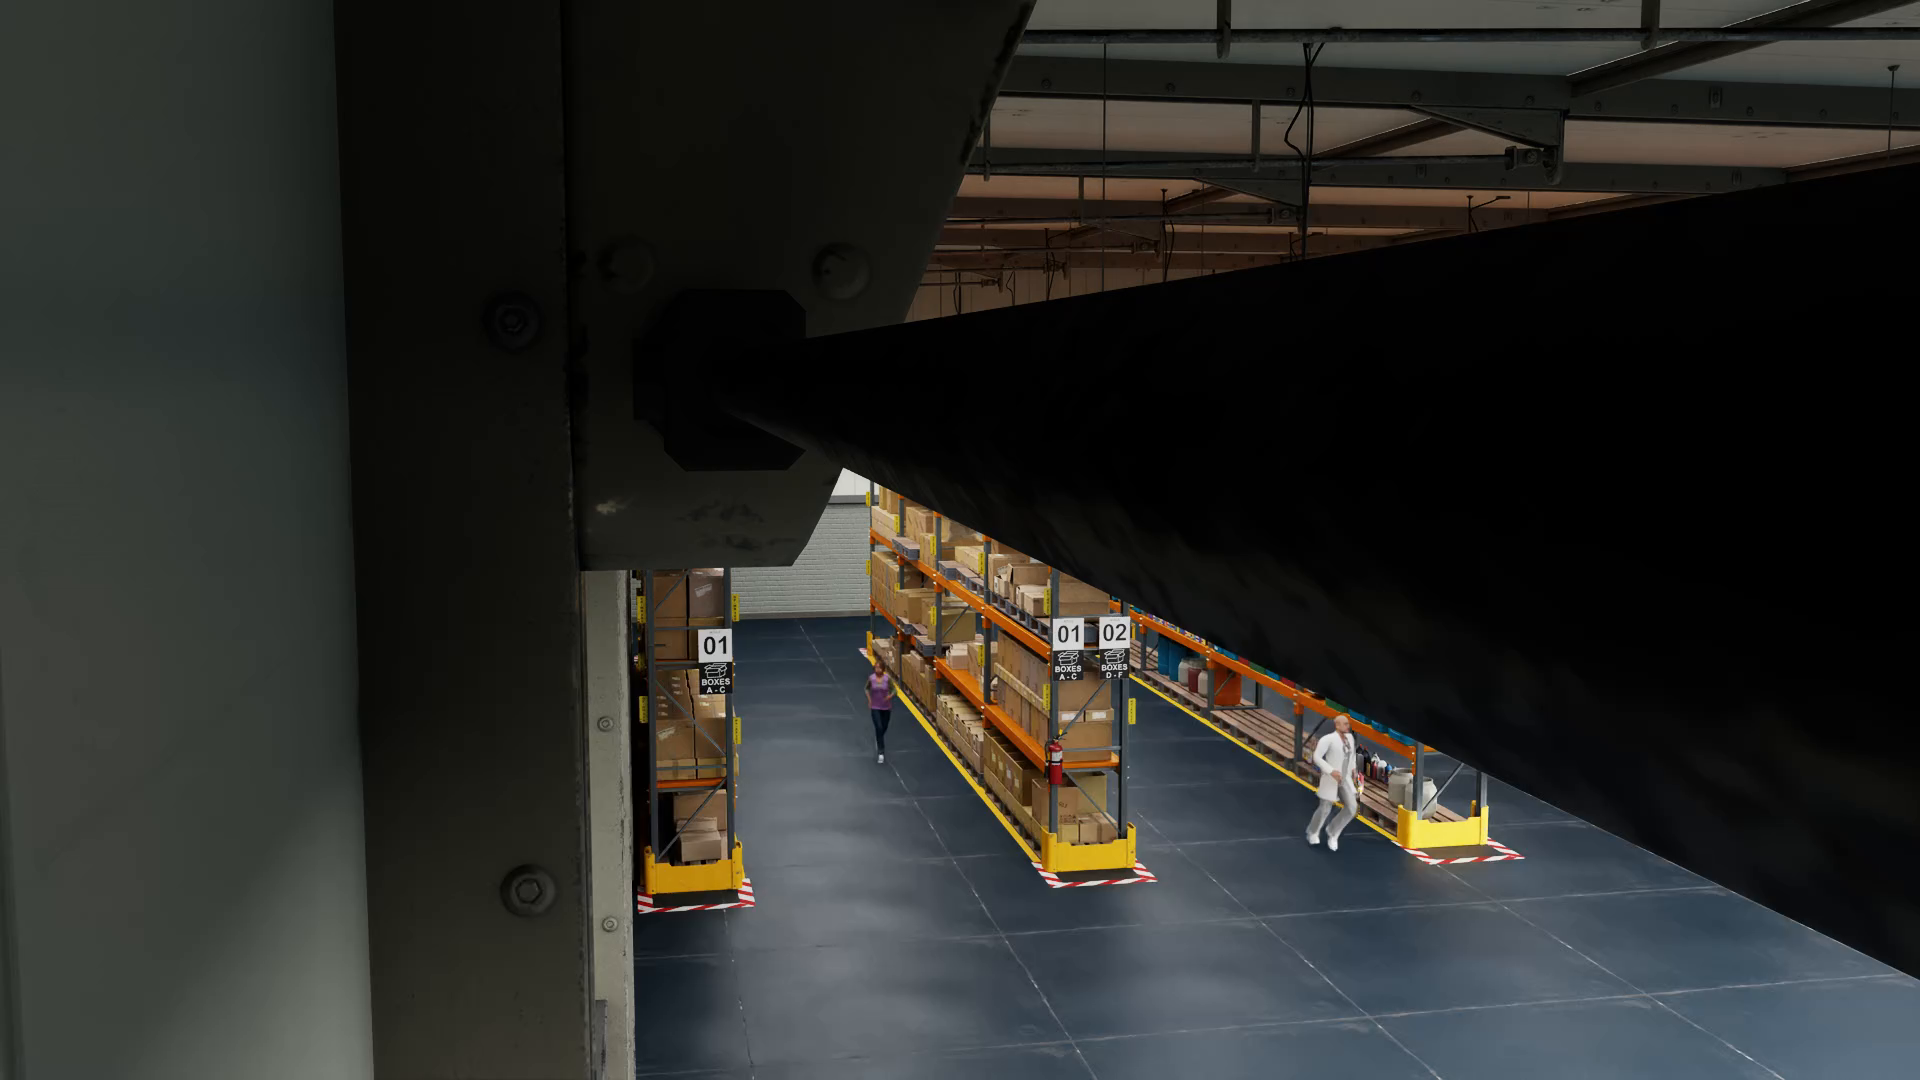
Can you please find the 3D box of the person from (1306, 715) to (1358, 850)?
[{"bbox_3d":[4.981,3.192,21.937,0.775,1.775,0.674,-3,7,-24],"label":"person"}]

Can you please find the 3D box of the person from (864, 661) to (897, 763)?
[{"bbox_3d":[-1.279,2.736,26.904,0.528,1.604,0.802,-1,6,-7],"label":"person"}]
